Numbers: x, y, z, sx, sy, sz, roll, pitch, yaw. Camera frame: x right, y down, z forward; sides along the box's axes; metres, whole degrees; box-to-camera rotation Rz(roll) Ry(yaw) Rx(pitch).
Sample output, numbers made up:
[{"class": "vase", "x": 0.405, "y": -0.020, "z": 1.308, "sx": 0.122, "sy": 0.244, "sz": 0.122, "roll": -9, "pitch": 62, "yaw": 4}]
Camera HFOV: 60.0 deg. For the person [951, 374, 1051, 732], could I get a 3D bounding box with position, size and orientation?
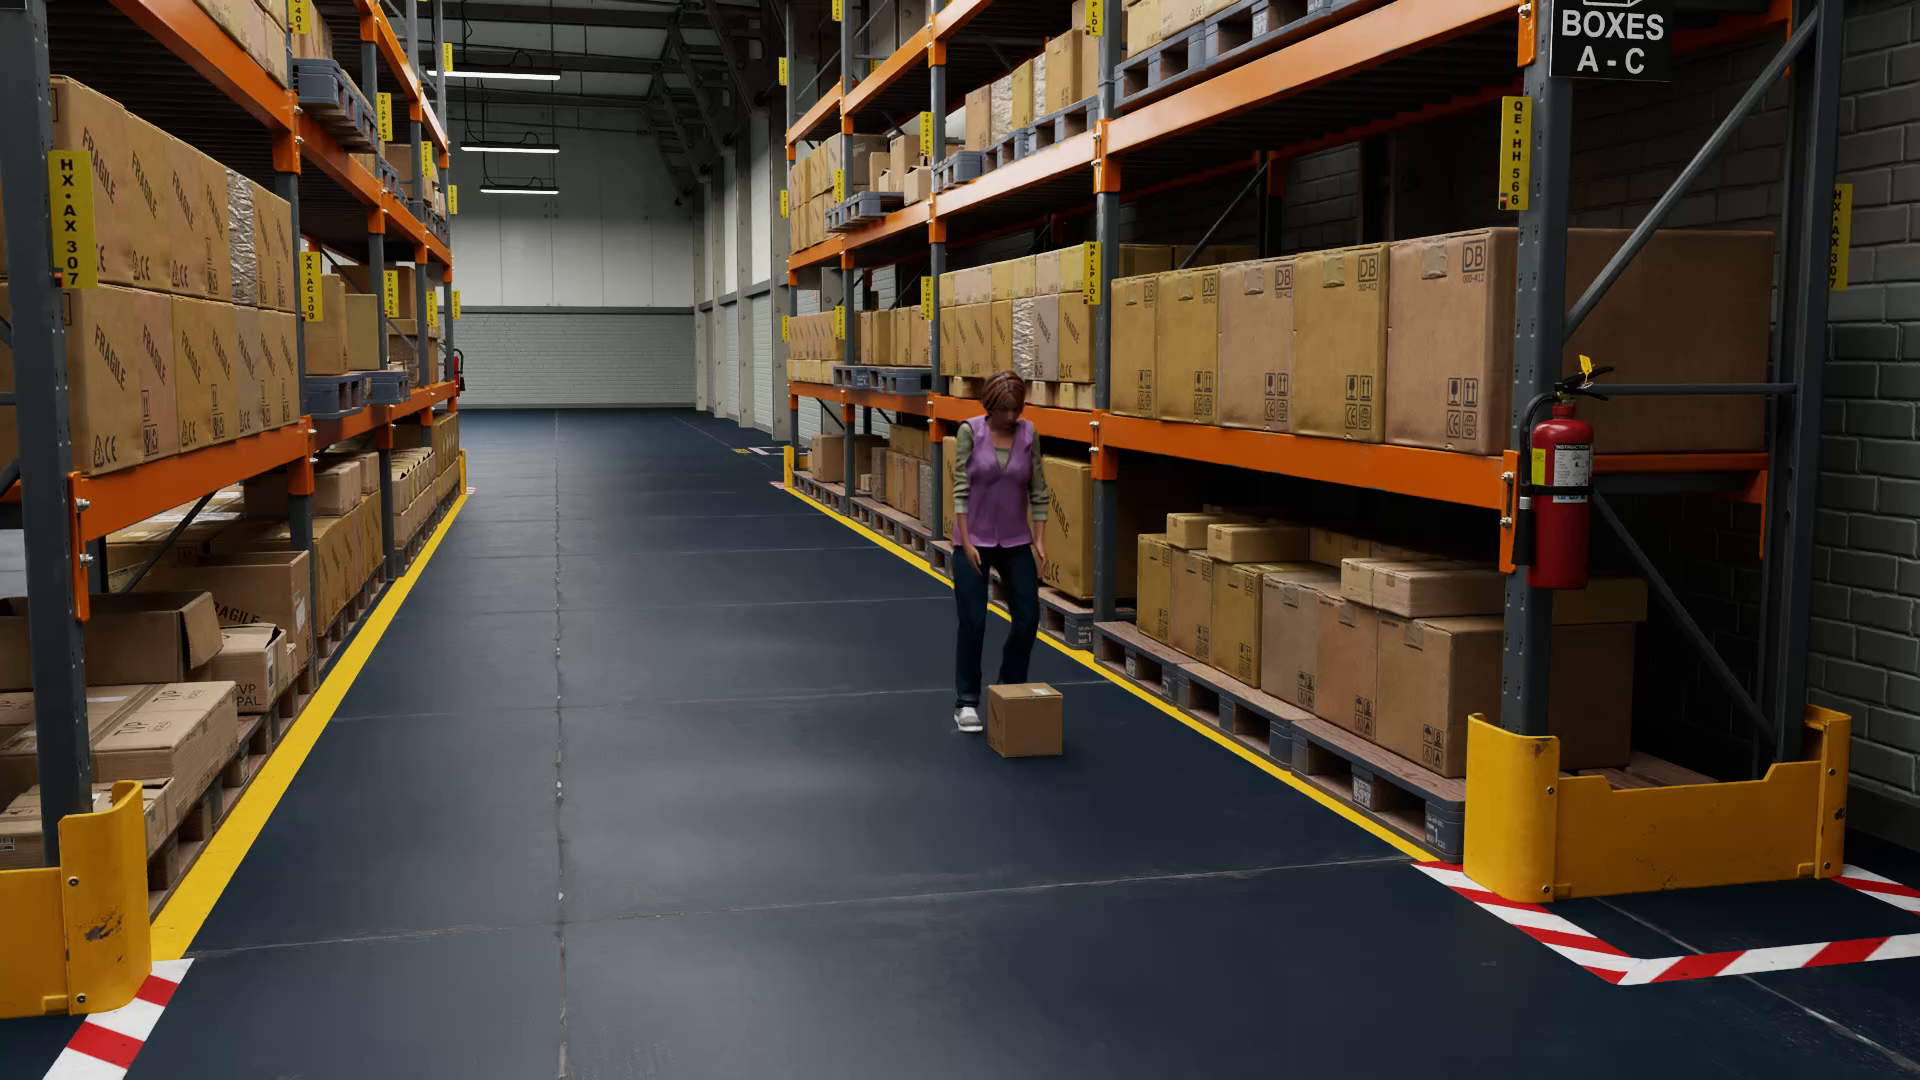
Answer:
[{"class": "person", "x": 0.175, "y": 0.063, "z": 7.189, "sx": 0.433, "sy": 1.523, "sz": 0.417, "roll": -1, "pitch": 6, "yaw": -12}]
